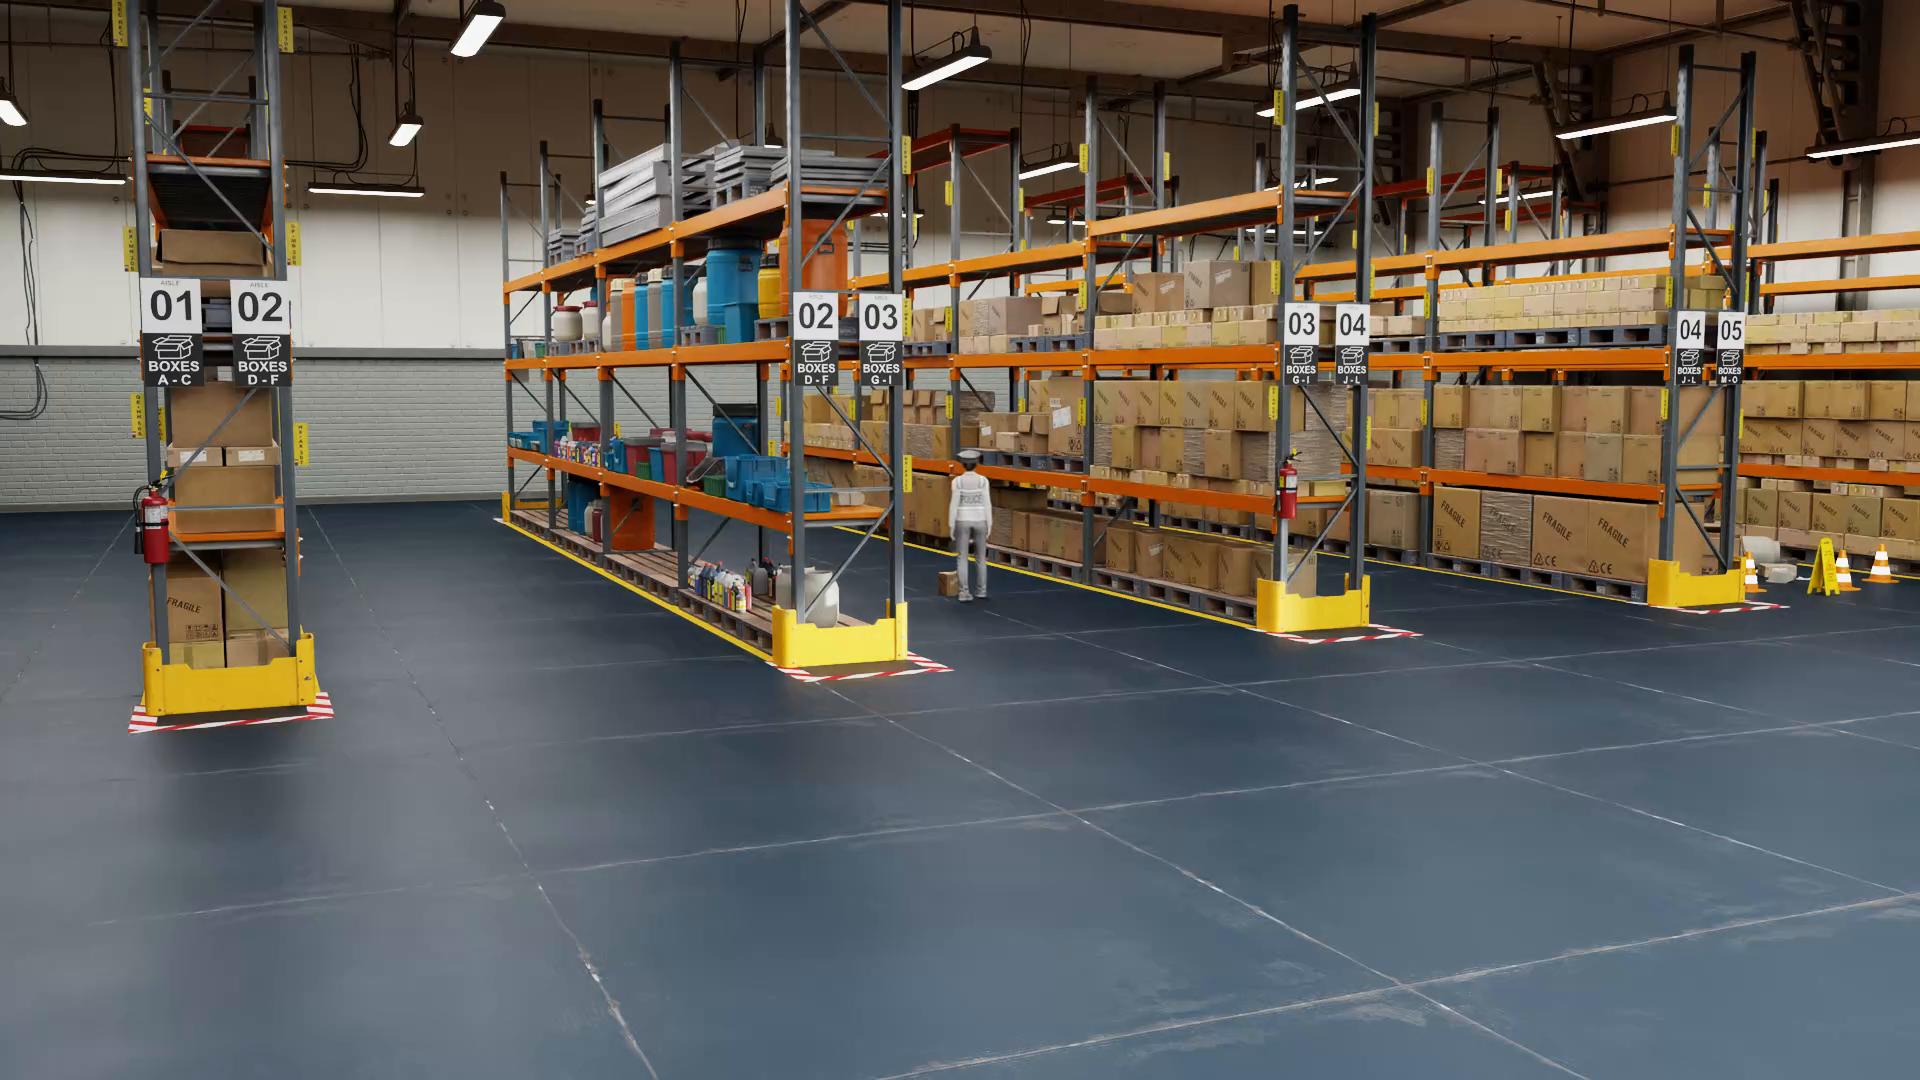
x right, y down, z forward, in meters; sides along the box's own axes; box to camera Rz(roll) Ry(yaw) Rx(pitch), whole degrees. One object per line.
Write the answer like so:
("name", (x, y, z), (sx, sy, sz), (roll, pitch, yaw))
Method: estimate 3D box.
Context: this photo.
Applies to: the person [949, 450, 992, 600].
("person", (0.104, -0.175, 18.675), (0.495, 1.673, 0.539), (-1, 6, -8))
